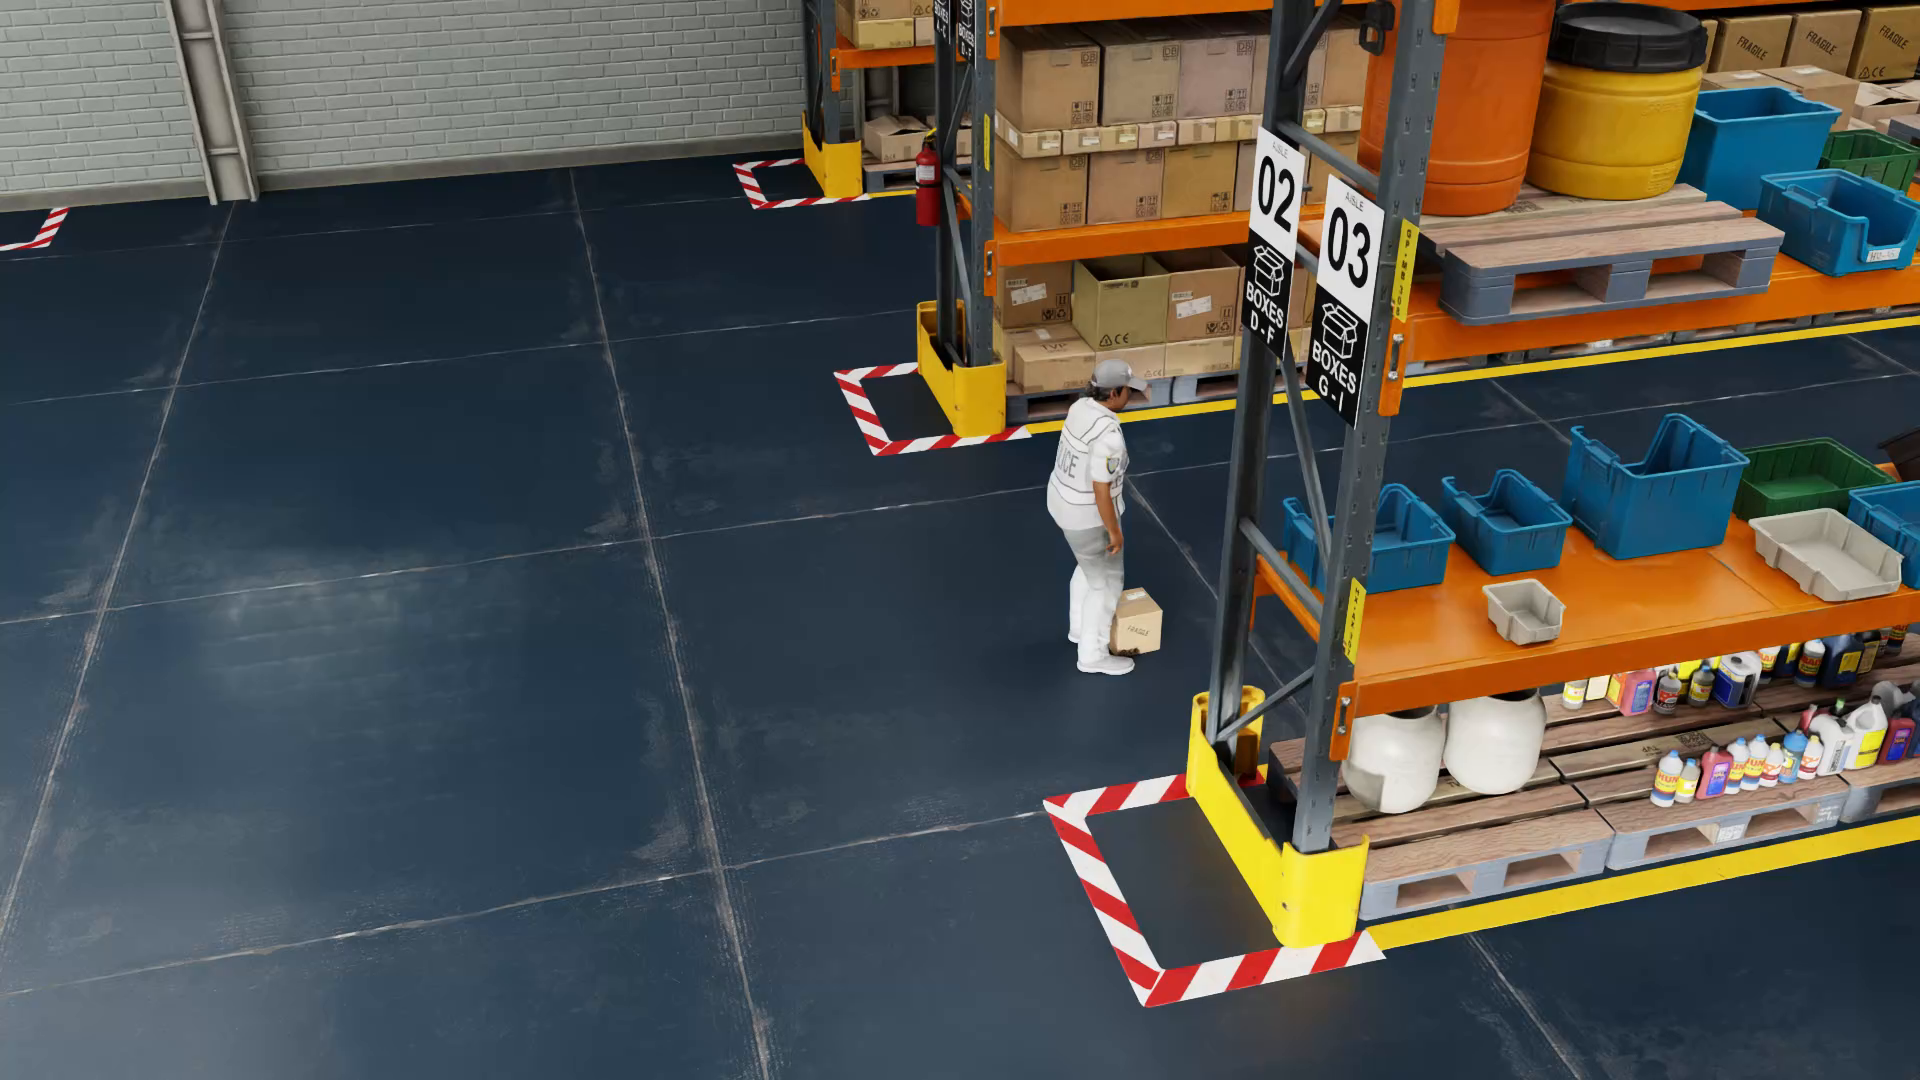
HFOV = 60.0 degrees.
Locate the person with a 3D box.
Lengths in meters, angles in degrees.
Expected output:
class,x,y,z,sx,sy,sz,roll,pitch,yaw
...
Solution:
class,x,y,z,sx,sy,sz,roll,pitch,yaw
person,0.696,-0.135,8.455,0.465,1.666,0.538,-8,31,-13
